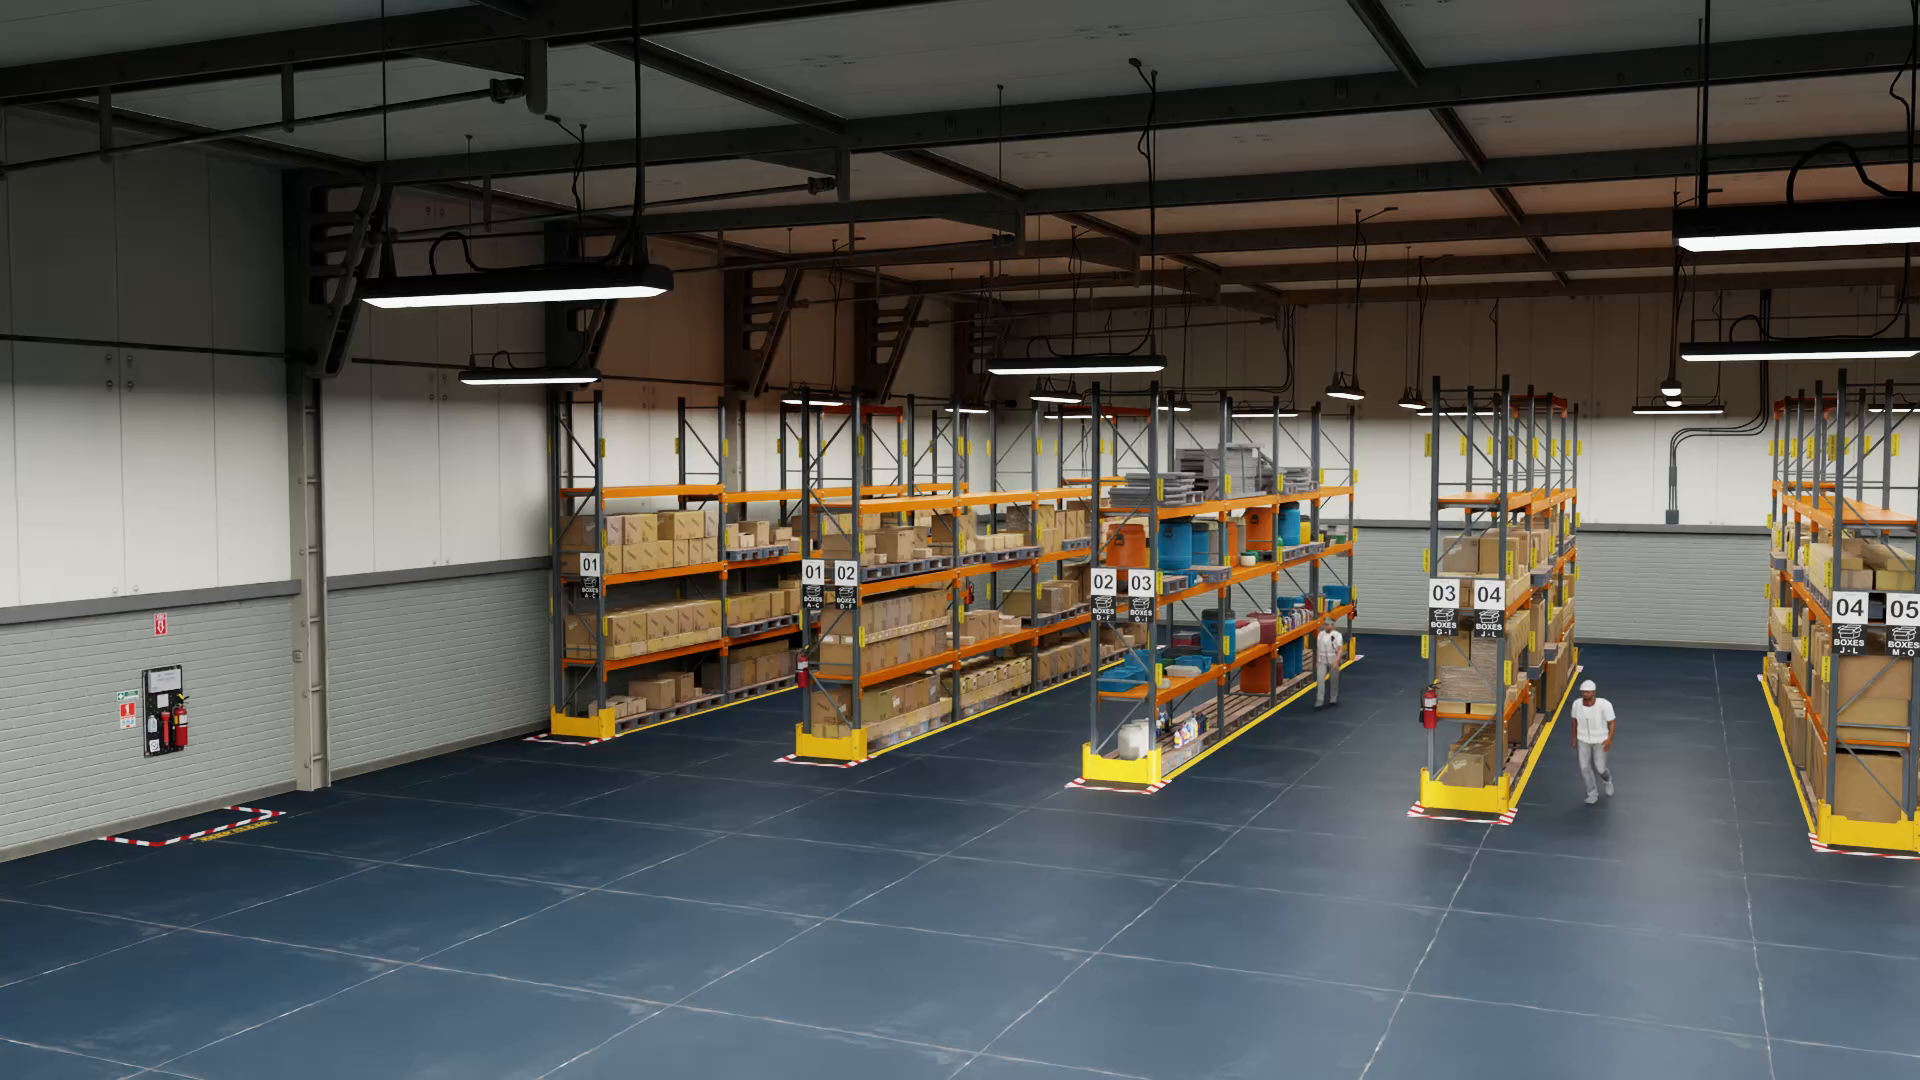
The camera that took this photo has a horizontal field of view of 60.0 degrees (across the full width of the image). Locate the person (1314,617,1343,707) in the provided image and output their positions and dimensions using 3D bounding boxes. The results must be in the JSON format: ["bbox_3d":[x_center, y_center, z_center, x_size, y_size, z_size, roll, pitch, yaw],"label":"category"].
[{"bbox_3d":[7.137,2.340,32.134,0.516,1.708,1.055,1,3,15],"label":"person"}]

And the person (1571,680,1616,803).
[{"bbox_3d":[9.004,2.835,23.599,0.630,1.732,0.717,3,4,39],"label":"person"}]

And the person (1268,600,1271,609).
[{"bbox_3d":[7.229,2.095,38.165,0.866,1.554,0.421,-3,4,-39],"label":"person"}]
